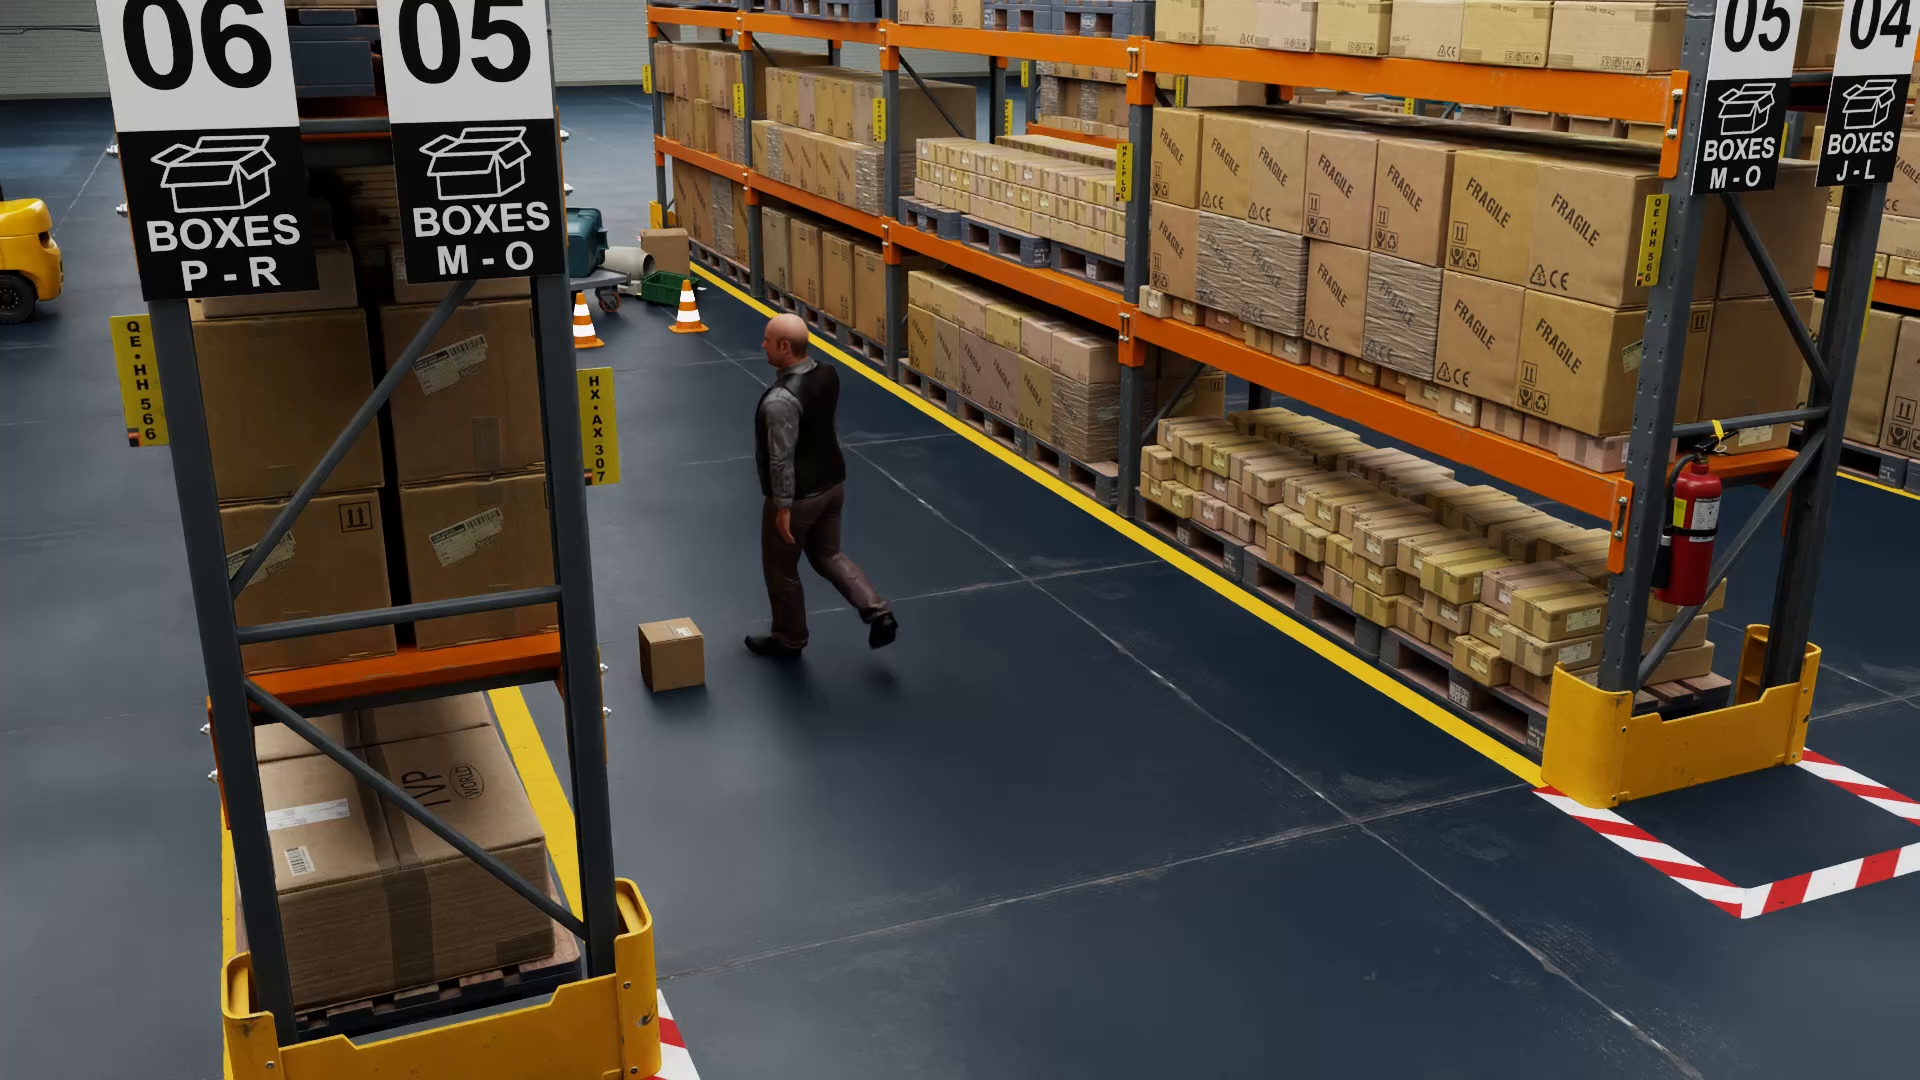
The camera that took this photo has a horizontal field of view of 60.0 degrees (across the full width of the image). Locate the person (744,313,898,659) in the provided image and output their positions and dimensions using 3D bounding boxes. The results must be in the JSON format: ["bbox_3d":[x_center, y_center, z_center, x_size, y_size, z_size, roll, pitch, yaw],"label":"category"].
[{"bbox_3d":[-0.690,-0.212,7.725,0.821,1.710,0.602,10,21,27],"label":"person"}]
